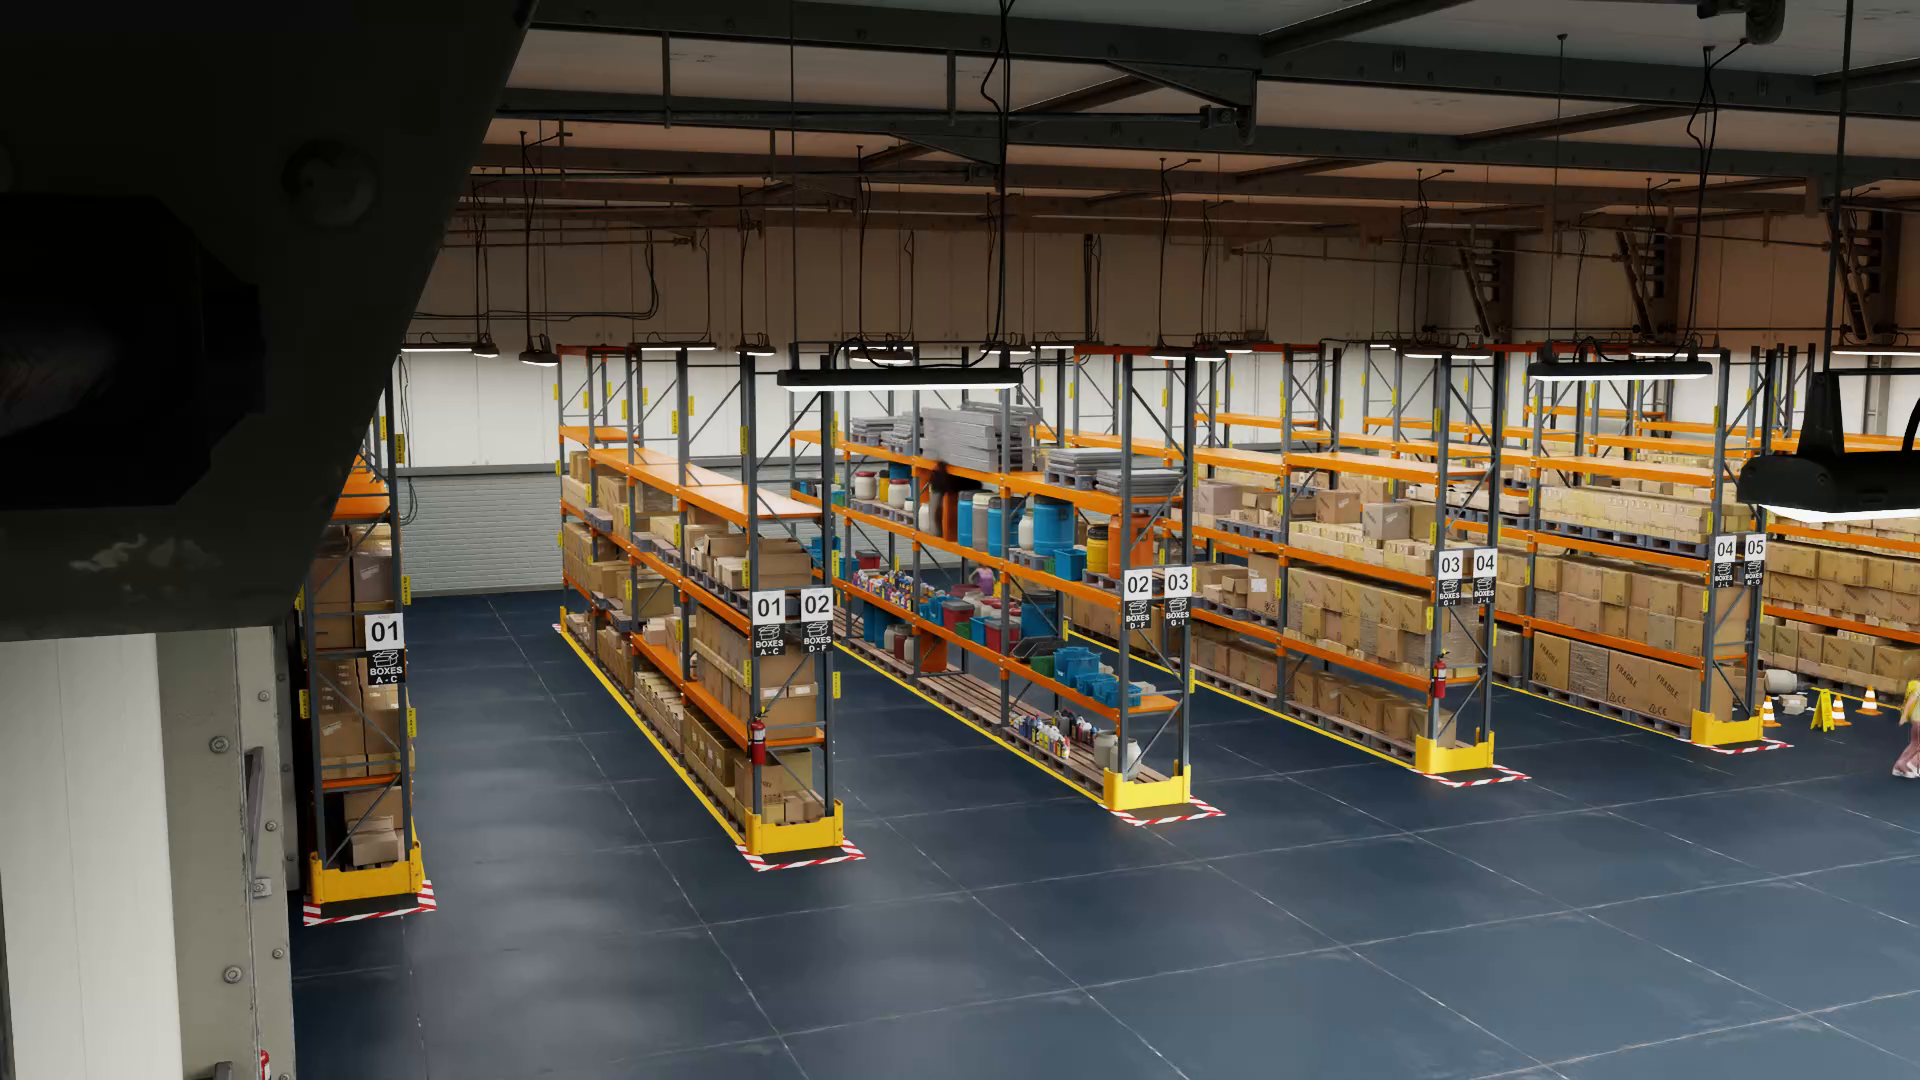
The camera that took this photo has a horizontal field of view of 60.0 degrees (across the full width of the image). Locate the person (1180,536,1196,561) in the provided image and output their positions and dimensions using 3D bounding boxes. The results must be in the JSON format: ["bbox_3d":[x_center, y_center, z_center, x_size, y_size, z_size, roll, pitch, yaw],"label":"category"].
[{"bbox_3d":[5.096,0.721,37.904,0.576,1.663,0.668,-2,8,-17],"label":"person"}]

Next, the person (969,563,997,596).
[{"bbox_3d":[0.496,1.137,34.511,0.526,1.591,0.888,-4,8,-29],"label":"person"}]

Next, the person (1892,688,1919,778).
[{"bbox_3d":[13.576,2.554,23.363,0.736,1.615,0.550,4,8,31],"label":"person"}]
